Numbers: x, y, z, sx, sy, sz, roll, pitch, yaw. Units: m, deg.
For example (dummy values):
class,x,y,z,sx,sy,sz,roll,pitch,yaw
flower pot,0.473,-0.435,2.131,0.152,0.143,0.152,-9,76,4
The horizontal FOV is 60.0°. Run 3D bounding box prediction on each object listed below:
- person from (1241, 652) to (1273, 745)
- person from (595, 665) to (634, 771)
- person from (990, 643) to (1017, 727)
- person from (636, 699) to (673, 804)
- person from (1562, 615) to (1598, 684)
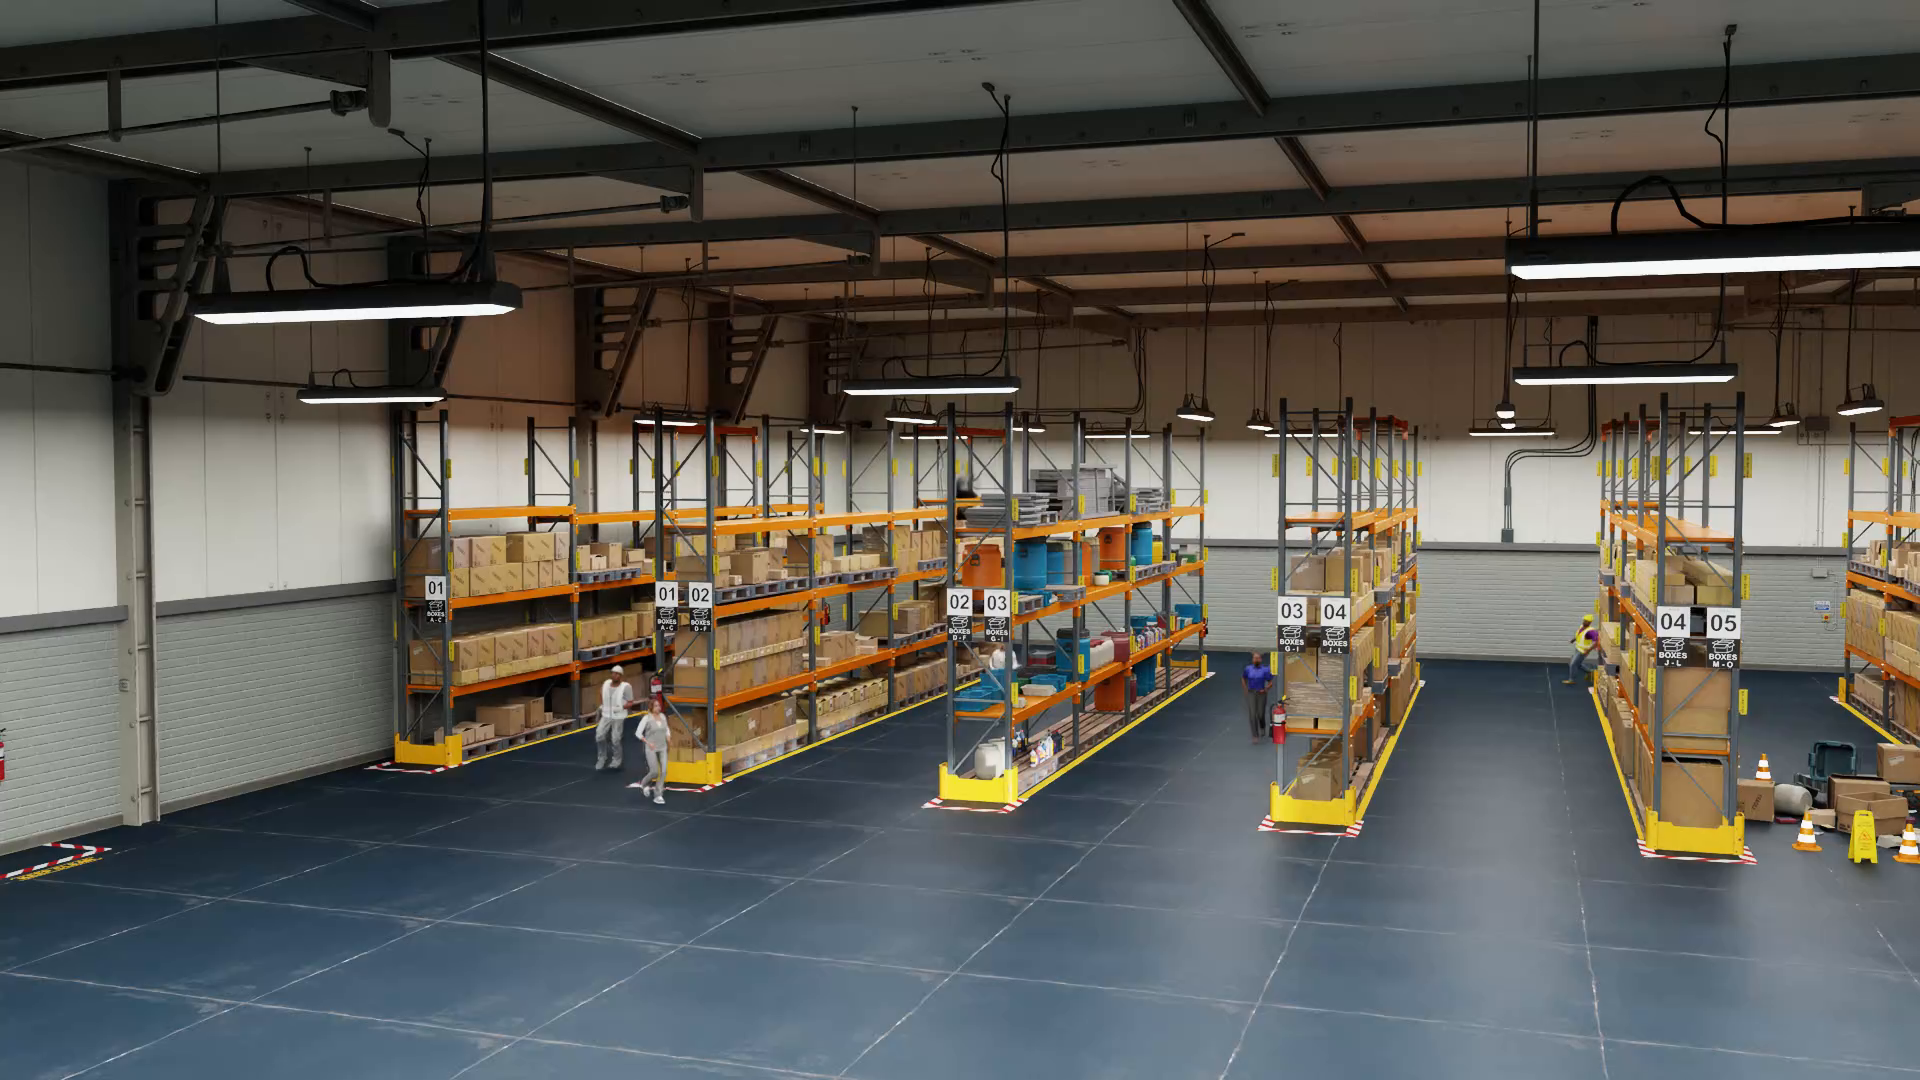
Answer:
class,x,y,z,sx,sy,sz,roll,pitch,yaw
person,5.444,2.926,30.505,0.589,1.565,0.710,1,3,16
person,-5.738,2.949,27.543,0.667,1.748,0.702,0,2,9
person,0.842,2.745,32.640,0.596,1.723,0.854,0,2,10
person,-4.580,3.152,24.922,0.567,1.562,0.579,-2,3,-38
person,14.475,2.530,38.295,0.701,1.662,0.774,-1,3,-13
